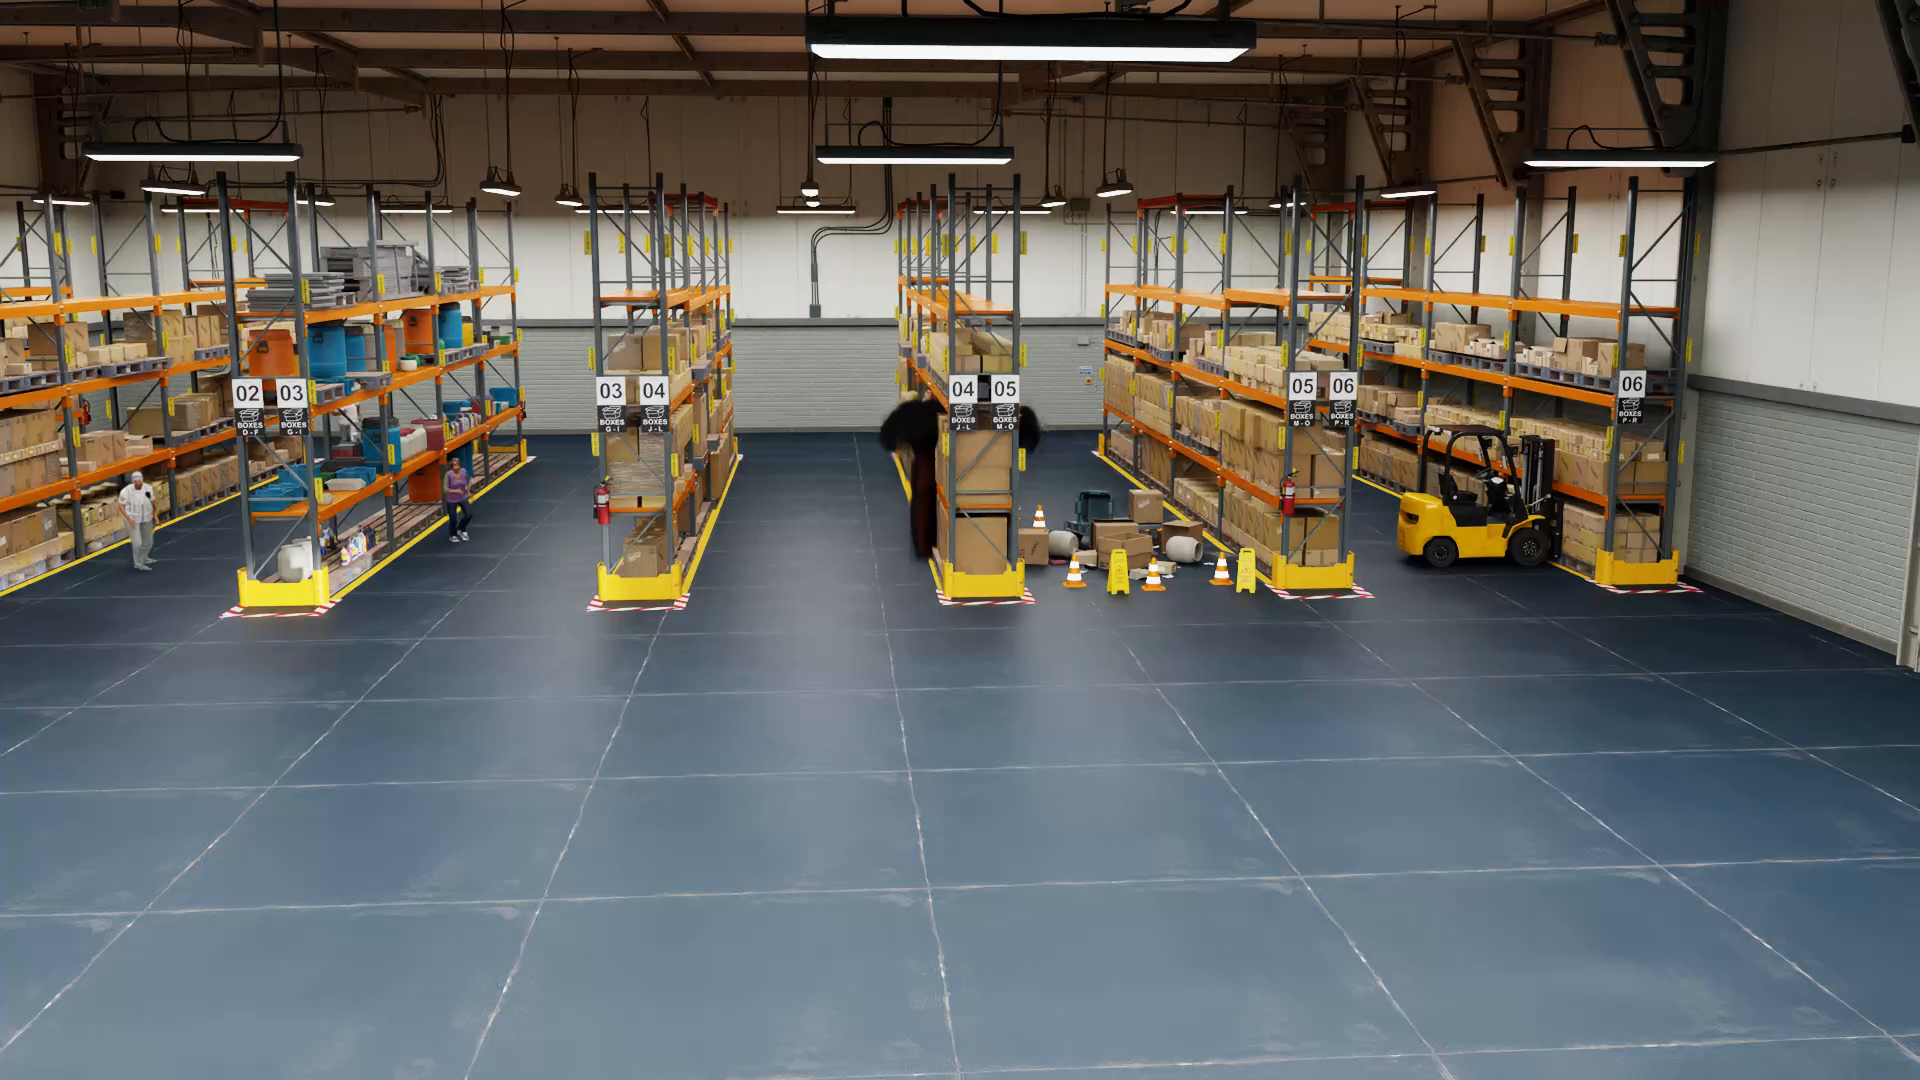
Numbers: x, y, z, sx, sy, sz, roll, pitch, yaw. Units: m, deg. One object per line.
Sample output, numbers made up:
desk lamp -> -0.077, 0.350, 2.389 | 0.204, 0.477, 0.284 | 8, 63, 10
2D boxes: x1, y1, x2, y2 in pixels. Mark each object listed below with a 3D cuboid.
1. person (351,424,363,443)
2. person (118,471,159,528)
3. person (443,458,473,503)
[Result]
person -> -12.111, -1.666, 33.876 | 0.562, 1.443, 0.849 | -1, 10, -3
person -> -12.712, -0.635, 25.781 | 0.494, 0.884, 0.551 | 8, 13, 37
person -> -8.454, -1.012, 28.050 | 0.545, 0.776, 0.629 | -6, 12, -33
